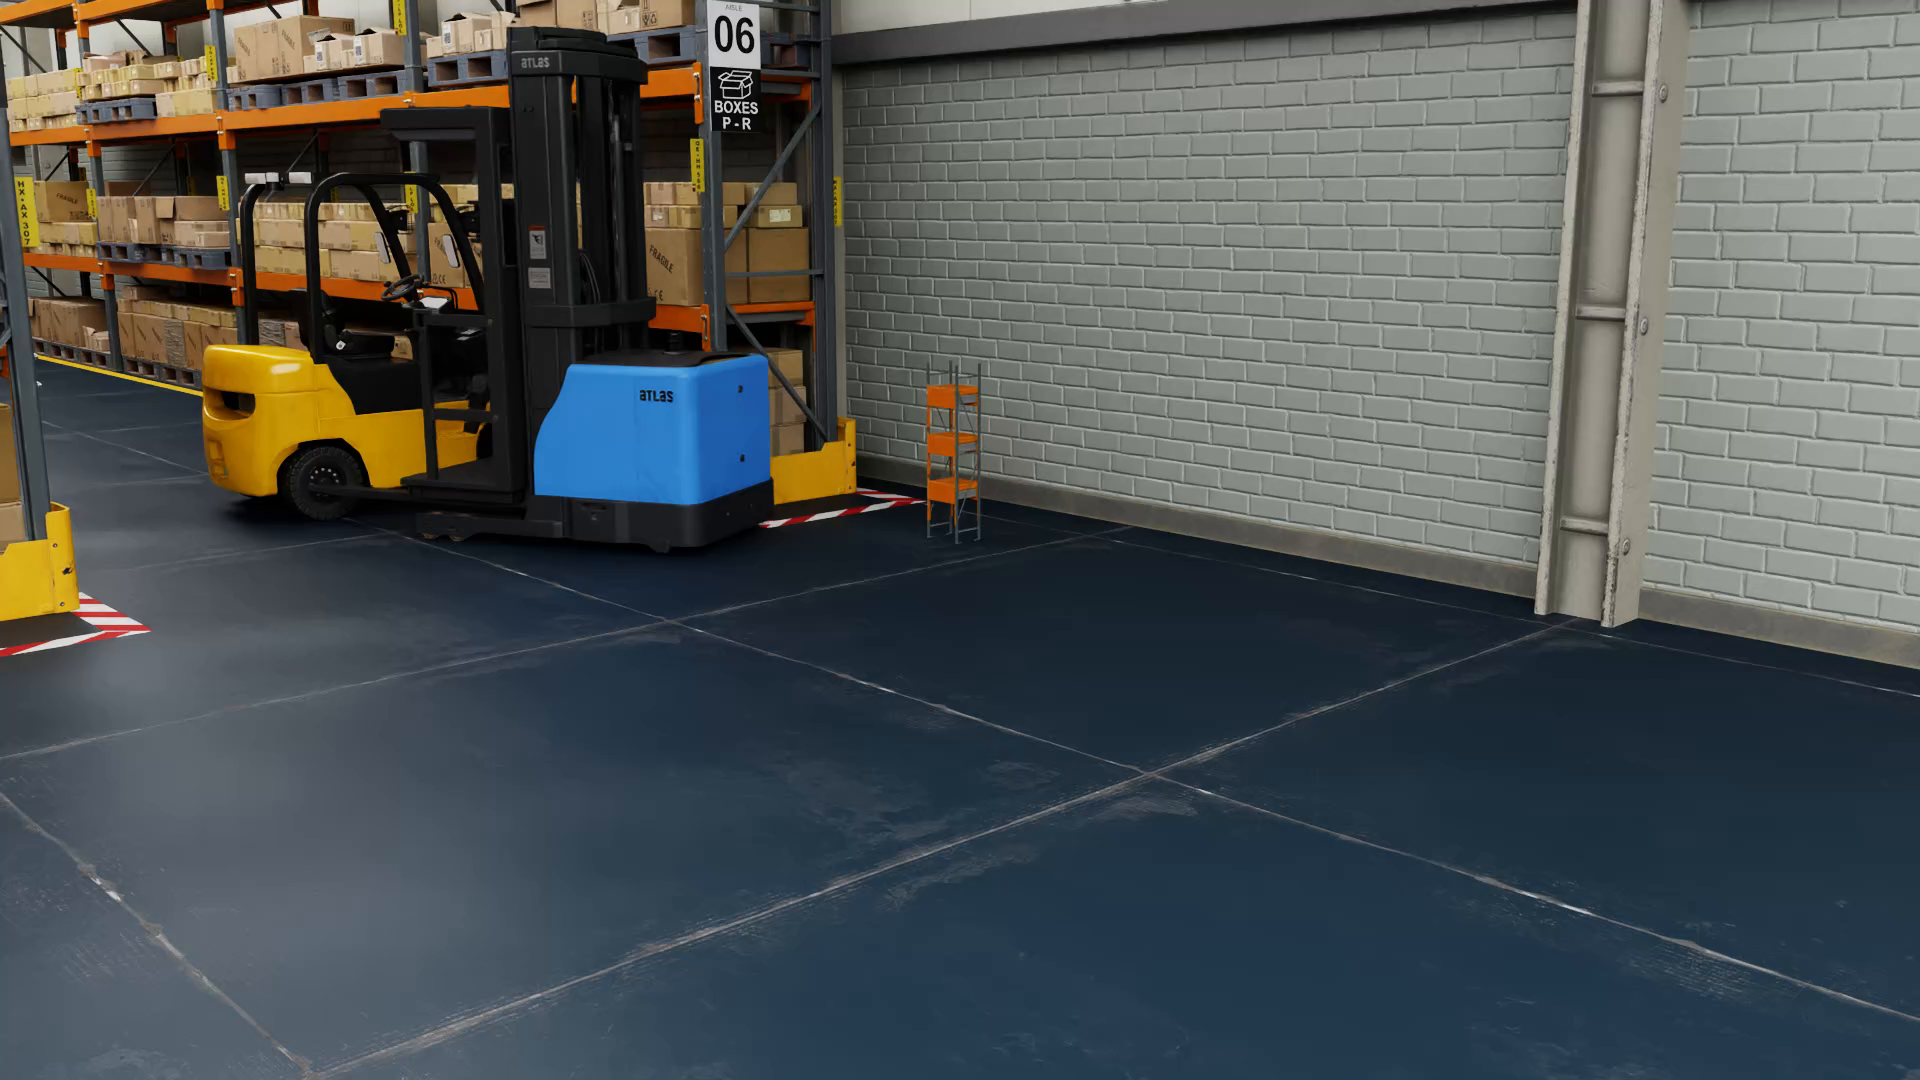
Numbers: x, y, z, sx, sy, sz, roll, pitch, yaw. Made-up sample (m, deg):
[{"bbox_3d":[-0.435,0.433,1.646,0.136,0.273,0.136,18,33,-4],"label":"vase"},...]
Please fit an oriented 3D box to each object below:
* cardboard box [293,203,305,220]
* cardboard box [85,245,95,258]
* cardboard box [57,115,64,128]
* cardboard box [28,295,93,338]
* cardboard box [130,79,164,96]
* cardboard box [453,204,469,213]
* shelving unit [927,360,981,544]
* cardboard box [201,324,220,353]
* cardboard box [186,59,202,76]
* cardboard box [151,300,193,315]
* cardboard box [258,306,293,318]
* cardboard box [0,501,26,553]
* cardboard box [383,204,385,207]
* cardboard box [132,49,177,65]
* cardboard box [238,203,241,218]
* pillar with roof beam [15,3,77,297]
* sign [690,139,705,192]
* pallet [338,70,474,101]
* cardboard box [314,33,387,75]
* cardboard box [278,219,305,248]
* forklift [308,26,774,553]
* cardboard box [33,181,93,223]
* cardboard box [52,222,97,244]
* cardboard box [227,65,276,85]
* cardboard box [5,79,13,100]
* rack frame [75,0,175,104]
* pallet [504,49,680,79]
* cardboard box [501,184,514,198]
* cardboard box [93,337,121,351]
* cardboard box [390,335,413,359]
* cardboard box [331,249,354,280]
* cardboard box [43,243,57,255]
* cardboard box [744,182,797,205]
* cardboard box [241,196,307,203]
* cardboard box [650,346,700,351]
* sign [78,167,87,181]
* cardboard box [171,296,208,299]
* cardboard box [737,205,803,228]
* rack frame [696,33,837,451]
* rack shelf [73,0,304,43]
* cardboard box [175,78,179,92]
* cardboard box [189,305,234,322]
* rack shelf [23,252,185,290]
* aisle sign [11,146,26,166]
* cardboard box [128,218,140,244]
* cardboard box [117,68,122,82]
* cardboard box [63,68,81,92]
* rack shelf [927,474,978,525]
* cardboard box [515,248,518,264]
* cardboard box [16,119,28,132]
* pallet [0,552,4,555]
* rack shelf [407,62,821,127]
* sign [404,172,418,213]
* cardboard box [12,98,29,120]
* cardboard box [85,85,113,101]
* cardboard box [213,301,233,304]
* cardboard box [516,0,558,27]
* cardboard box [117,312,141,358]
[{"bbox_3d":[-5.868,-3.011,15.238,0.380,0.149,0.250,-10,16,-41],"label":"cardboard box"},{"bbox_3d":[-10.134,-3.426,19.730,0.380,0.149,0.250,-10,16,-41],"label":"cardboard box"},{"bbox_3d":[-10.510,-4.973,19.806,0.380,0.149,0.250,-11,16,-43],"label":"cardboard box"},{"bbox_3d":[-11.944,-2.967,22.025,0.637,0.503,0.797,11,16,43],"label":"cardboard box"},{"bbox_3d":[-8.537,-4.784,17.597,0.380,0.149,0.250,-10,16,-41],"label":"cardboard box"},{"bbox_3d":[-3.801,-2.581,13.151,0.380,0.149,0.250,-10,16,-41],"label":"cardboard box"},{"bbox_3d":[-0.037,-0.522,9.843,0.215,1.050,0.252,-11,16,-43],"label":"shelving unit"},{"bbox_3d":[-7.559,-2.007,17.372,0.500,0.500,0.500,-11,16,-43],"label":"cardboard box"},{"bbox_3d":[-7.550,-4.749,16.743,0.250,0.149,0.380,11,16,43],"label":"cardboard box"},{"bbox_3d":[-8.849,-2.609,18.687,0.380,0.149,0.250,-11,16,-44],"label":"cardboard box"},{"bbox_3d":[-7.302,-2.405,17.699,0.380,0.149,0.250,-11,16,-42],"label":"cardboard box"},{"bbox_3d":[-5.193,-0.074,8.613,0.500,0.250,0.500,-11,16,-43],"label":"cardboard box"},{"bbox_3d":[-4.730,-2.799,14.208,0.380,0.149,0.250,-11,16,-43],"label":"cardboard box"},{"bbox_3d":[-9.068,-5.383,18.743,0.396,0.266,0.258,-11,16,-43],"label":"cardboard box"},{"bbox_3d":[-6.766,-3.198,16.145,0.380,0.149,0.250,-10,15,-41],"label":"cardboard box"},{"bbox_3d":[-16.622,-6.944,21.315,9.100,9.000,0.400,-11,16,-43],"label":"pillar with roof beam"},{"bbox_3d":[-1.651,-2.361,10.481,0.100,0.325,0.005,-11,16,-43],"label":"sign"},{"bbox_3d":[-4.630,-3.838,14.145,1.217,0.209,0.805,11,16,43],"label":"pallet"},{"bbox_3d":[-5.217,-4.199,14.358,0.500,0.311,0.500,11,16,43],"label":"cardboard box"},{"bbox_3d":[-5.951,-2.839,15.393,0.500,0.250,0.500,11,16,44],"label":"cardboard box"},{"bbox_3d":[-2.714,-1.522,10.034,3.031,2.935,1.130,4,12,20],"label":"forklift"},{"bbox_3d":[-11.144,-4.203,20.656,0.500,0.500,0.500,-10,16,-41],"label":"cardboard box"},{"bbox_3d":[-10.756,-3.761,20.367,0.500,0.250,0.500,-11,16,-43],"label":"cardboard box"},{"bbox_3d":[-6.752,-4.435,15.862,0.380,0.166,0.250,-11,16,-43],"label":"cardboard box"},{"bbox_3d":[-11.836,-5.696,21.088,0.500,0.250,0.500,-11,16,-43],"label":"cardboard box"},{"bbox_3d":[-9.536,-6.441,18.874,1.000,3.000,0.127,-11,16,-43],"label":"rack frame"},{"bbox_3d":[-2.565,-3.462,12.068,1.003,0.211,1.213,-11,16,-43],"label":"pallet"},{"bbox_3d":[-3.275,-2.612,12.564,0.380,0.149,0.250,-11,16,-43],"label":"cardboard box"},{"bbox_3d":[-10.133,-2.353,19.921,0.250,0.149,0.380,11,16,43],"label":"cardboard box"},{"bbox_3d":[-4.380,-1.452,14.372,0.875,0.625,0.625,-10,15,-40],"label":"cardboard box"},{"bbox_3d":[-5.220,-2.448,14.732,0.500,0.250,0.500,-11,16,-42],"label":"cardboard box"},{"bbox_3d":[-11.219,-3.647,20.801,0.380,0.149,0.250,-10,16,-41],"label":"cardboard box"},{"bbox_3d":[-1.326,-2.343,11.256,0.380,0.149,0.250,-11,16,-44],"label":"cardboard box"},{"bbox_3d":[-7.016,-3.271,17.064,0.500,0.500,0.500,-10,15,-40],"label":"cardboard box"},{"bbox_3d":[-2.149,-1.198,11.586,0.500,0.250,0.500,-11,16,-42],"label":"cardboard box"},{"bbox_3d":[-11.883,-4.883,22.525,0.100,0.325,0.005,-11,16,-43],"label":"sign"},{"bbox_3d":[-9.073,-2.788,19.558,0.250,0.149,0.380,11,16,43],"label":"cardboard box"},{"bbox_3d":[-1.296,-2.204,11.319,0.250,0.149,0.380,11,16,44],"label":"cardboard box"},{"bbox_3d":[-1.249,-1.751,10.979,1.000,3.000,0.127,-11,16,-43],"label":"rack frame"},{"bbox_3d":[-8.155,-5.601,17.570,1.077,0.370,4.000,-11,16,-43],"label":"rack shelf"},{"bbox_3d":[-7.860,-4.684,17.164,0.380,0.149,0.250,-11,16,-42],"label":"cardboard box"},{"bbox_3d":[-7.981,-2.416,17.752,0.380,0.149,0.250,-11,16,-43],"label":"cardboard box"},{"bbox_3d":[-10.917,-3.442,20.969,1.077,0.370,4.000,-11,16,-43],"label":"rack shelf"},{"bbox_3d":[-12.558,-5.329,21.900,0.394,0.787,0.004,-11,16,-43],"label":"aisle sign"},{"bbox_3d":[-8.854,-3.386,18.207,0.396,0.266,0.258,-10,15,-40],"label":"cardboard box"},{"bbox_3d":[-8.851,-5.010,17.956,0.380,0.149,0.250,-11,16,-42],"label":"cardboard box"},{"bbox_3d":[-10.059,-5.329,19.306,0.500,0.250,0.500,-11,16,-42],"label":"cardboard box"},{"bbox_3d":[-0.037,-0.239,9.902,0.215,0.259,0.240,-11,16,-43],"label":"rack shelf"},{"bbox_3d":[-3.171,-2.136,12.596,0.500,0.500,0.500,-11,16,-43],"label":"cardboard box"},{"bbox_3d":[-11.598,-5.191,20.865,0.380,0.149,0.250,-11,16,-43],"label":"cardboard box"},{"bbox_3d":[-5.424,0.172,8.554,1.003,0.211,1.213,-11,16,-43],"label":"pallet"},{"bbox_3d":[-2.630,-3.160,12.166,1.077,0.370,4.000,-11,16,-43],"label":"rack shelf"},{"bbox_3d":[-4.397,-2.786,13.330,0.100,0.325,0.005,-11,16,-43],"label":"sign"},{"bbox_3d":[-11.479,-5.377,20.779,0.500,0.250,0.500,11,16,43],"label":"cardboard box"},{"bbox_3d":[-9.464,-4.962,18.462,0.380,0.149,0.250,-11,16,-42],"label":"cardboard box"},{"bbox_3d":[-8.149,-2.605,18.670,0.380,0.149,0.250,-11,16,-42],"label":"cardboard box"},{"bbox_3d":[-2.742,-3.811,11.996,0.797,0.503,0.637,-10,15,-41],"label":"cardboard box"},{"bbox_3d":[-9.365,-2.382,19.194,0.500,0.500,0.500,-10,15,-40],"label":"cardboard box"}]
